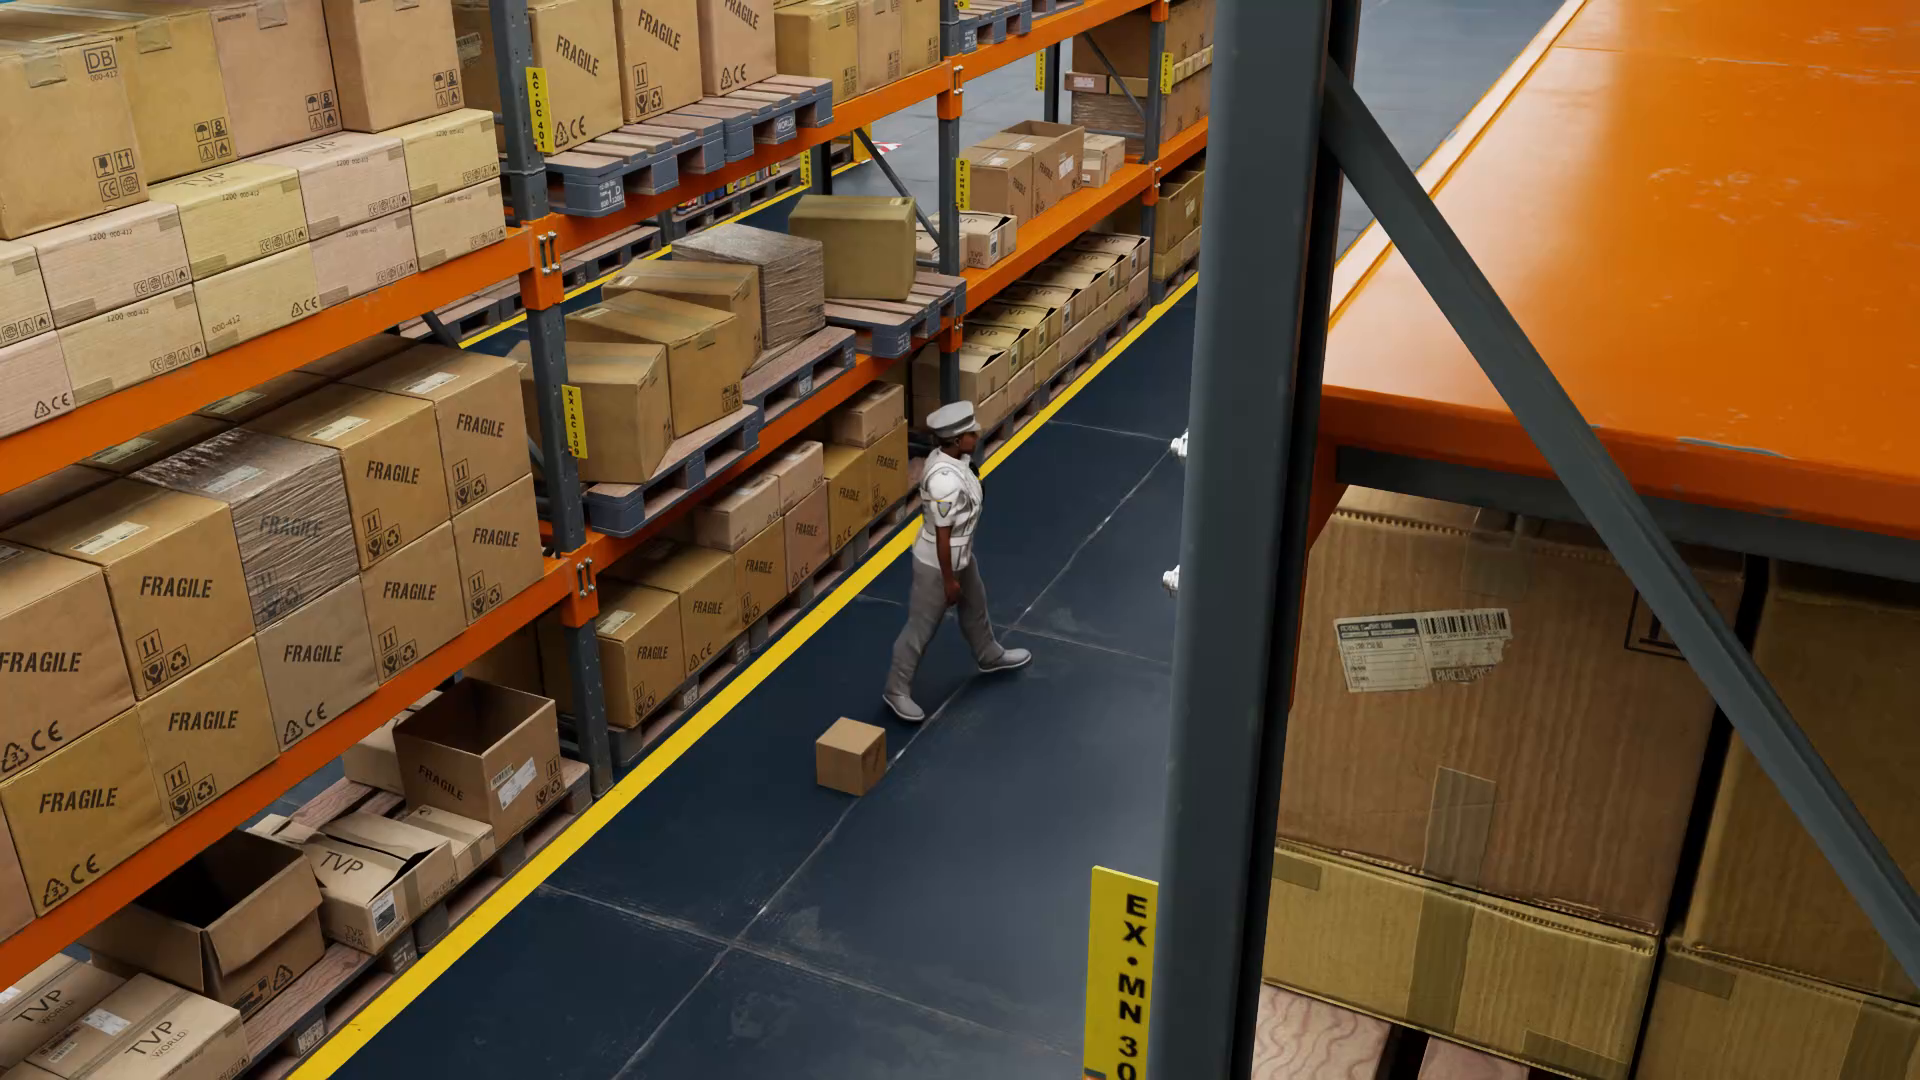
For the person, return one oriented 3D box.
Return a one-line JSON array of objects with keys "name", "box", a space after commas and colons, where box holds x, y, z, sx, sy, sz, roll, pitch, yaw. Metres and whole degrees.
[{"name": "person", "box": [-0.018, 0.064, 8.435, 0.746, 1.659, 0.662, 3, 26, 6]}]
